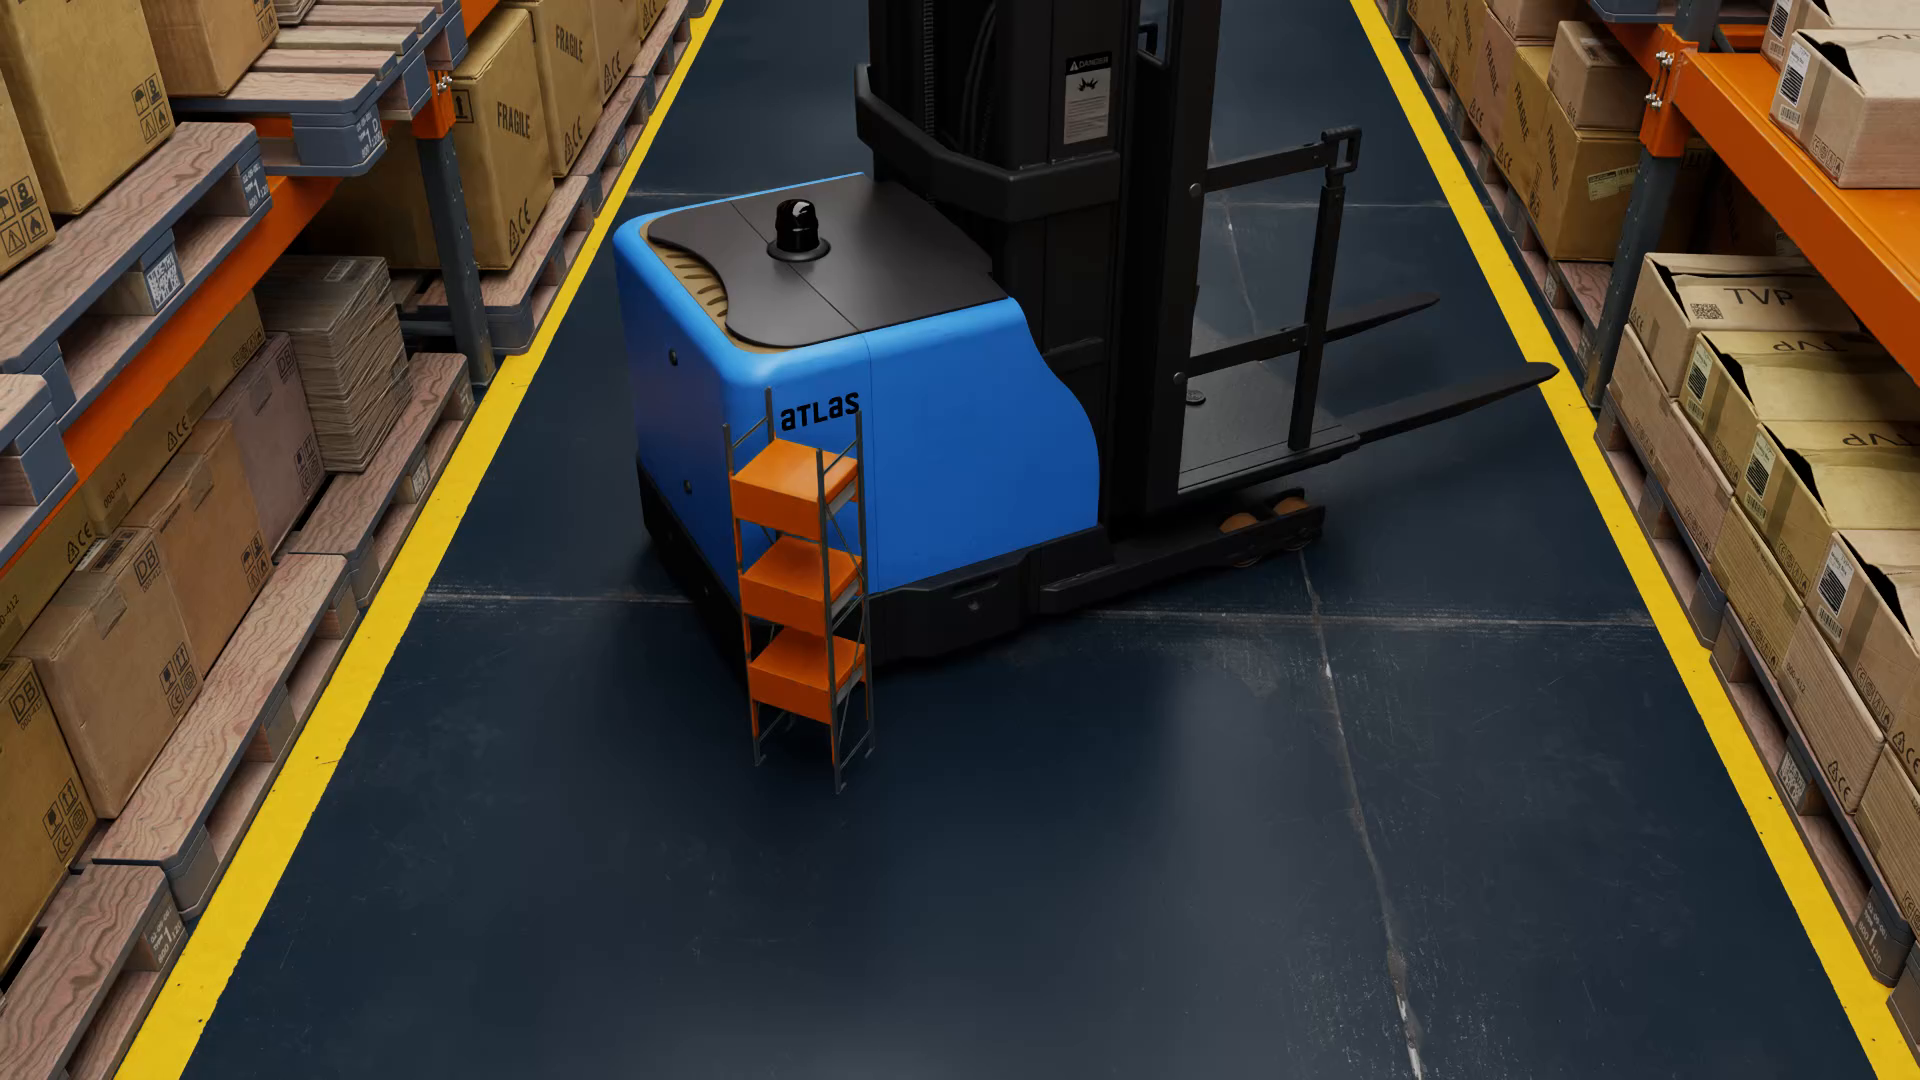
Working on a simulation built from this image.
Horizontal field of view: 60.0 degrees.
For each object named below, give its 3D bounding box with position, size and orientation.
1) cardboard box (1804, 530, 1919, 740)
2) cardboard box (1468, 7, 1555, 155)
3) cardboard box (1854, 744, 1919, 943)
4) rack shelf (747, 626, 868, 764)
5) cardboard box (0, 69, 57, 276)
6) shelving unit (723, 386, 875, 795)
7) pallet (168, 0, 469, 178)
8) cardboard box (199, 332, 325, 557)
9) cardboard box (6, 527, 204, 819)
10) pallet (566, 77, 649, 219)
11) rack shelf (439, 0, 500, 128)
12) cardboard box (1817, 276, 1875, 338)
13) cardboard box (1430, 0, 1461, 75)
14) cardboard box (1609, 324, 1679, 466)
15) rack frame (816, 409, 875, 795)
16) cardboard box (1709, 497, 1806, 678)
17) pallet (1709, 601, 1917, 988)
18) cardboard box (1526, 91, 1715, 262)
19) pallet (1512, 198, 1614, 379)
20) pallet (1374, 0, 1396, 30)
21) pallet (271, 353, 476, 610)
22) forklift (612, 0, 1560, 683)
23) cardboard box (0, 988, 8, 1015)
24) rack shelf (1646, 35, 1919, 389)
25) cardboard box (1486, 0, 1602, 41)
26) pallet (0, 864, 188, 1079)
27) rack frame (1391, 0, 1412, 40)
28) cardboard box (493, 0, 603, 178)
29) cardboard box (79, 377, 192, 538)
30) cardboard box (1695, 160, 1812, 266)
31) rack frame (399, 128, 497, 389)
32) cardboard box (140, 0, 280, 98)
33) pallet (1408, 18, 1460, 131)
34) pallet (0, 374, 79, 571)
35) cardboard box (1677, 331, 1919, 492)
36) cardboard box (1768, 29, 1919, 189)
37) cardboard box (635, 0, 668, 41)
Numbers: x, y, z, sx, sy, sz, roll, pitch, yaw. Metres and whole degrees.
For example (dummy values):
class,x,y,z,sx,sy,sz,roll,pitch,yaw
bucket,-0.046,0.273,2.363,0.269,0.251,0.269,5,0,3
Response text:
class,x,y,z,sx,sy,sz,roll,pitch,yaw
cardboard box,2.370,0.197,3.899,0.500,0.311,0.500,1,35,1
cardboard box,2.579,-2.010,7.292,0.500,0.500,0.500,0,35,0
cardboard box,2.349,0.711,3.656,0.500,0.250,0.500,2,35,3
rack shelf,-0.385,0.385,4.291,0.240,0.259,0.215,16,38,21
cardboard box,-2.291,-0.737,3.221,0.700,0.500,0.500,6,36,8
shelving unit,-0.385,0.149,4.125,0.252,1.050,0.215,16,38,21
pallet,-2.132,-1.333,4.704,1.213,0.211,1.003,1,35,2
cardboard box,-2.324,-0.272,4.820,0.700,0.500,0.500,1,35,2
cardboard box,-2.326,0.304,4.000,0.700,0.500,0.500,2,35,2
pallet,-2.051,-1.832,7.674,1.003,0.211,1.213,1,35,2
rack shelf,-2.129,-2.678,7.077,1.077,0.370,4.000,1,35,2
cardboard box,2.965,-0.680,5.148,0.500,0.311,0.500,2,35,3
cardboard box,2.627,-2.587,8.114,0.500,0.500,0.500,2,35,3
cardboard box,2.426,-0.463,5.327,0.500,0.250,0.500,1,35,2
rack frame,-0.275,0.179,4.082,0.008,1.050,0.200,16,38,21
cardboard box,2.391,0.124,4.491,0.500,0.250,0.500,0,35,1
pallet,2.616,0.601,4.211,1.003,0.211,1.213,1,35,2
cardboard box,2.543,-1.411,6.440,0.500,0.500,0.500,3,35,4
pallet,2.808,-0.998,6.486,1.003,0.211,1.213,1,35,2
pallet,2.929,-3.262,9.709,1.003,0.211,1.213,1,35,2
pallet,-2.243,-0.233,5.398,1.003,0.211,1.213,1,35,2
forklift,0.559,-1.367,4.645,3.031,2.935,1.130,-17,38,-22
cardboard box,-2.358,0.895,3.160,0.700,0.500,0.500,2,35,3
rack shelf,2.660,-0.267,3.647,1.077,0.370,4.000,1,35,2
cardboard box,2.578,-2.338,7.107,0.500,0.250,0.500,1,35,1
pallet,-2.341,1.169,3.404,1.003,0.211,1.213,1,35,2
rack frame,2.901,-4.009,8.345,1.000,3.000,0.127,1,35,2
cardboard box,-2.008,-2.038,7.045,0.750,0.750,0.750,1,35,2
cardboard box,-2.288,-0.251,4.137,0.500,0.250,0.500,1,35,2
cardboard box,3.044,-1.123,6.030,0.500,0.500,0.500,3,35,4
rack frame,-2.210,-1.823,5.235,1.000,3.000,0.127,1,35,2
cardboard box,-2.214,-1.452,4.238,0.700,0.500,0.500,-2,35,-3
pallet,2.906,-2.400,8.481,1.003,0.211,1.213,1,35,2
pallet,-2.194,0.118,2.640,1.003,0.211,1.213,1,35,2
cardboard box,2.413,-0.391,4.736,0.500,0.311,0.500,1,35,1
cardboard box,2.511,-1.165,4.376,0.500,0.311,0.500,1,35,1
cardboard box,-1.945,-3.037,8.467,0.750,0.750,0.750,2,35,2
